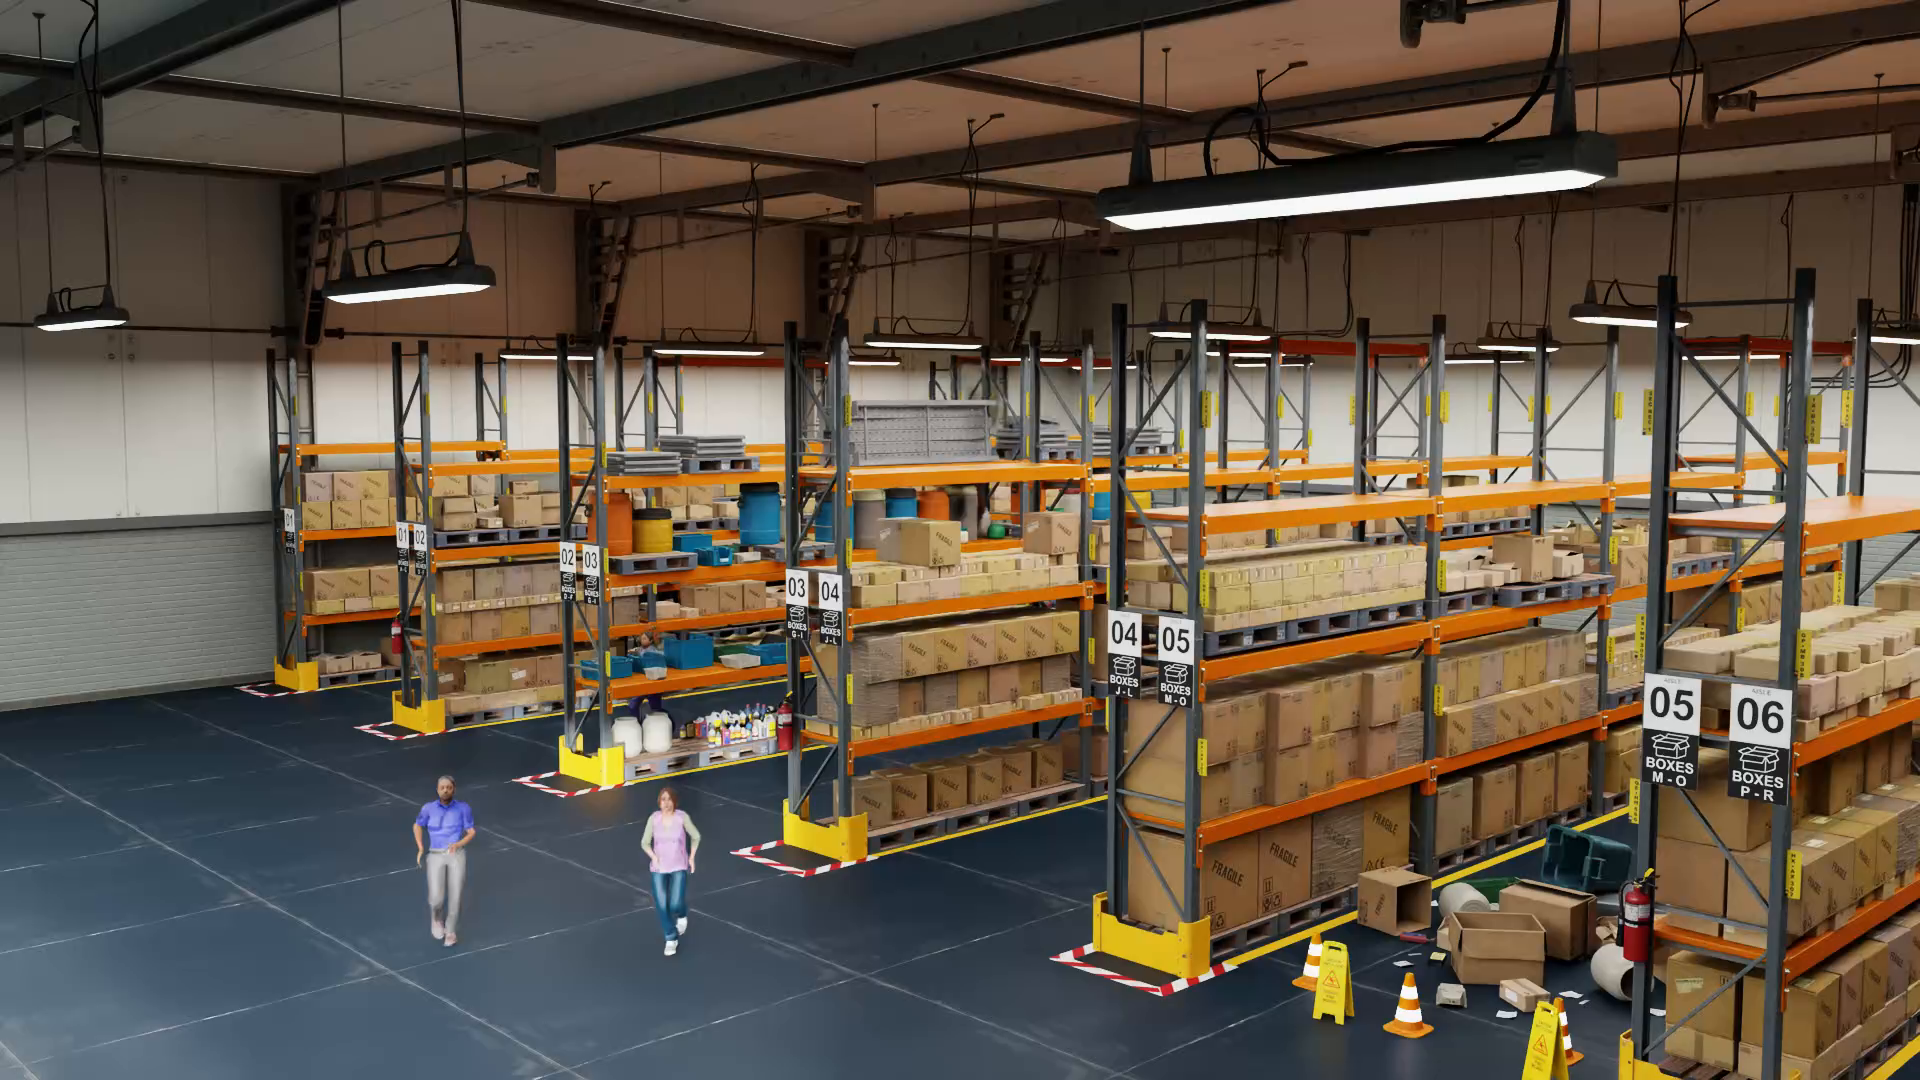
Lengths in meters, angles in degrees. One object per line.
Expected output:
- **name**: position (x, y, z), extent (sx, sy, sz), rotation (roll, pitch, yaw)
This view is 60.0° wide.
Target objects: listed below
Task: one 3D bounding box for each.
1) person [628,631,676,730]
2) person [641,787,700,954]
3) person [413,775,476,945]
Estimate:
- **person**: position (-4.644, 2.233, 24.753), extent (0.594, 1.584, 0.895), rotation (4, 6, 38)
- **person**: position (-2.693, 3.063, 15.425), extent (0.537, 1.560, 0.544), rotation (0, 5, -2)
- **person**: position (-4.808, 3.010, 15.537), extent (0.560, 1.615, 0.576), rotation (-2, 5, -17)
